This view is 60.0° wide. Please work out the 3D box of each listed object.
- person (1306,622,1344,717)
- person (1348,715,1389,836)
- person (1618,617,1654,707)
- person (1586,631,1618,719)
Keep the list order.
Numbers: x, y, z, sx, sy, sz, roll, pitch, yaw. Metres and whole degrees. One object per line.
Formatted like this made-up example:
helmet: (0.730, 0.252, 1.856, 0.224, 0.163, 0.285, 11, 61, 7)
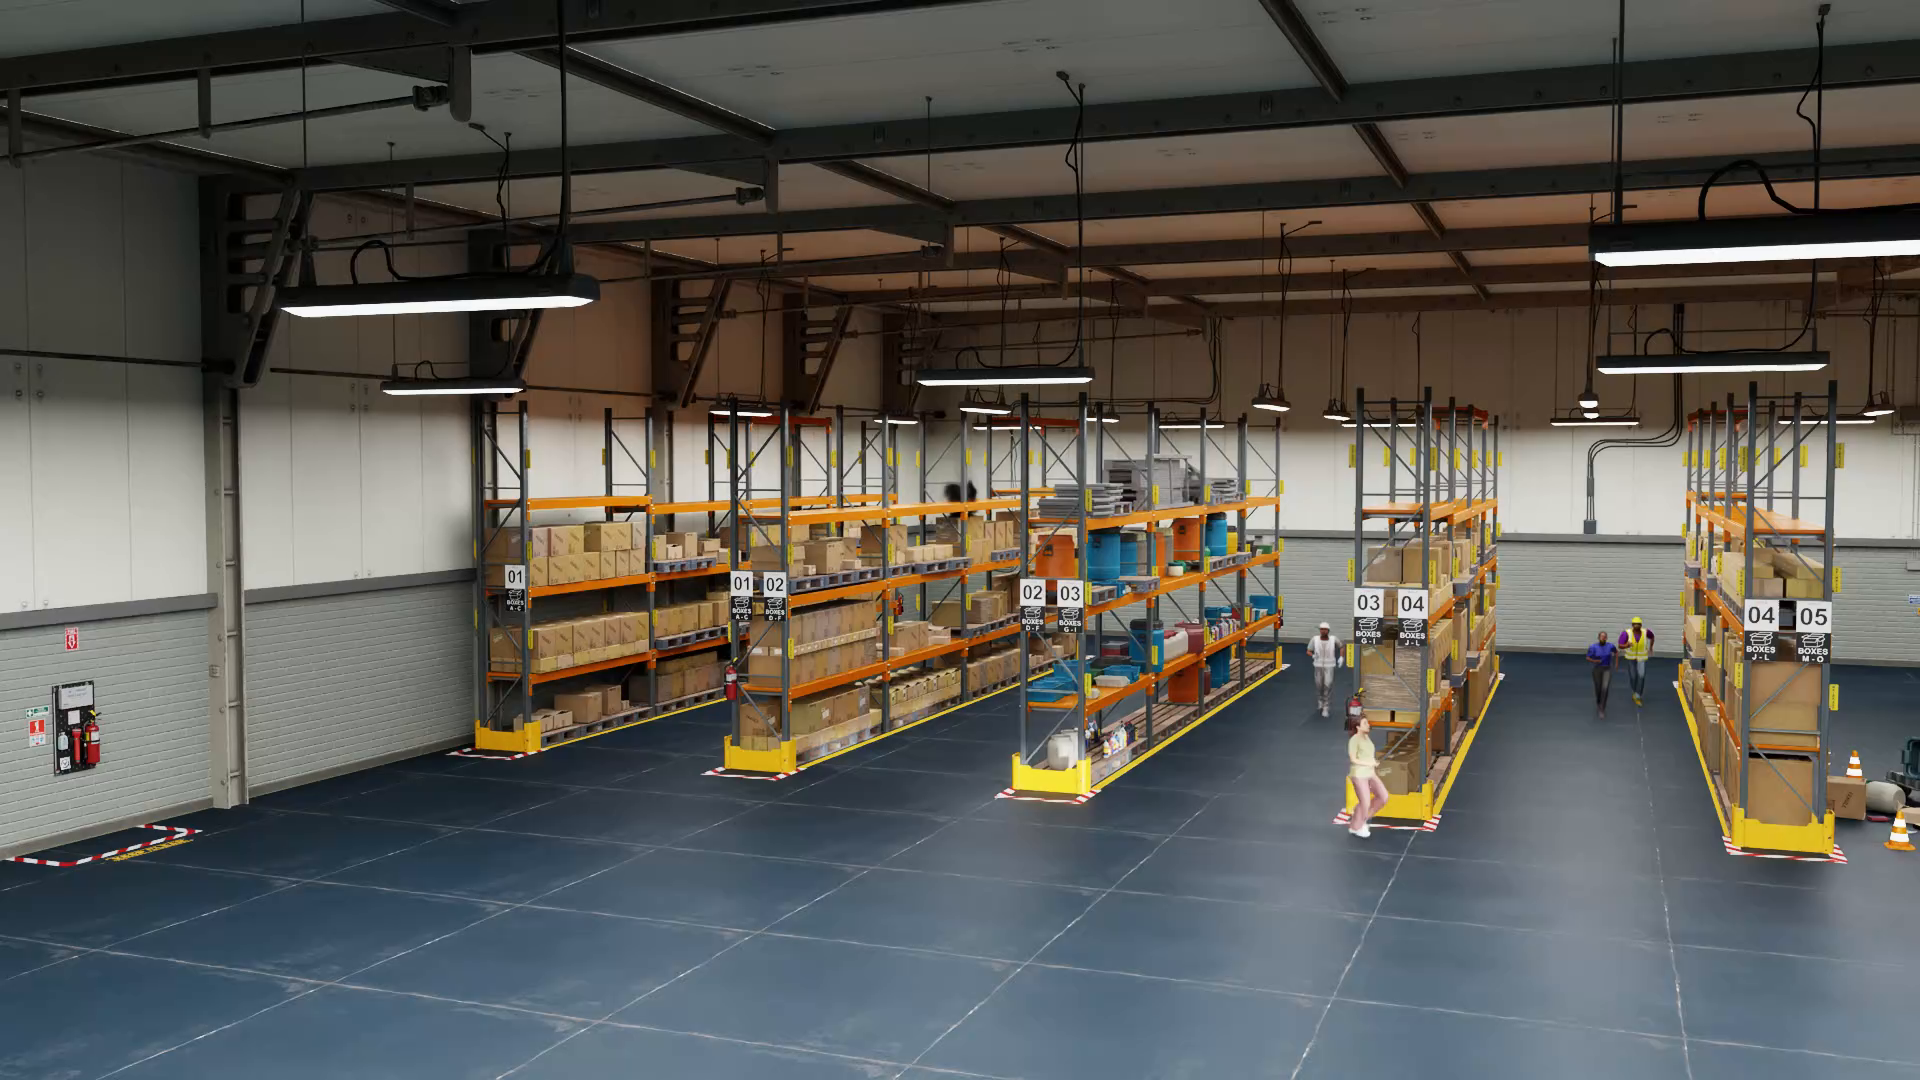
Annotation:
person: (7.155, 2.516, 32.634, 0.708, 1.818, 0.866, 1, 3, 19)
person: (5.353, 3.120, 21.973, 0.597, 1.621, 0.542, -2, 4, -41)
person: (13.818, 2.481, 34.014, 0.660, 1.844, 0.864, 1, 3, 23)
person: (12.513, 2.608, 32.422, 0.600, 1.690, 0.932, 1, 3, 18)
